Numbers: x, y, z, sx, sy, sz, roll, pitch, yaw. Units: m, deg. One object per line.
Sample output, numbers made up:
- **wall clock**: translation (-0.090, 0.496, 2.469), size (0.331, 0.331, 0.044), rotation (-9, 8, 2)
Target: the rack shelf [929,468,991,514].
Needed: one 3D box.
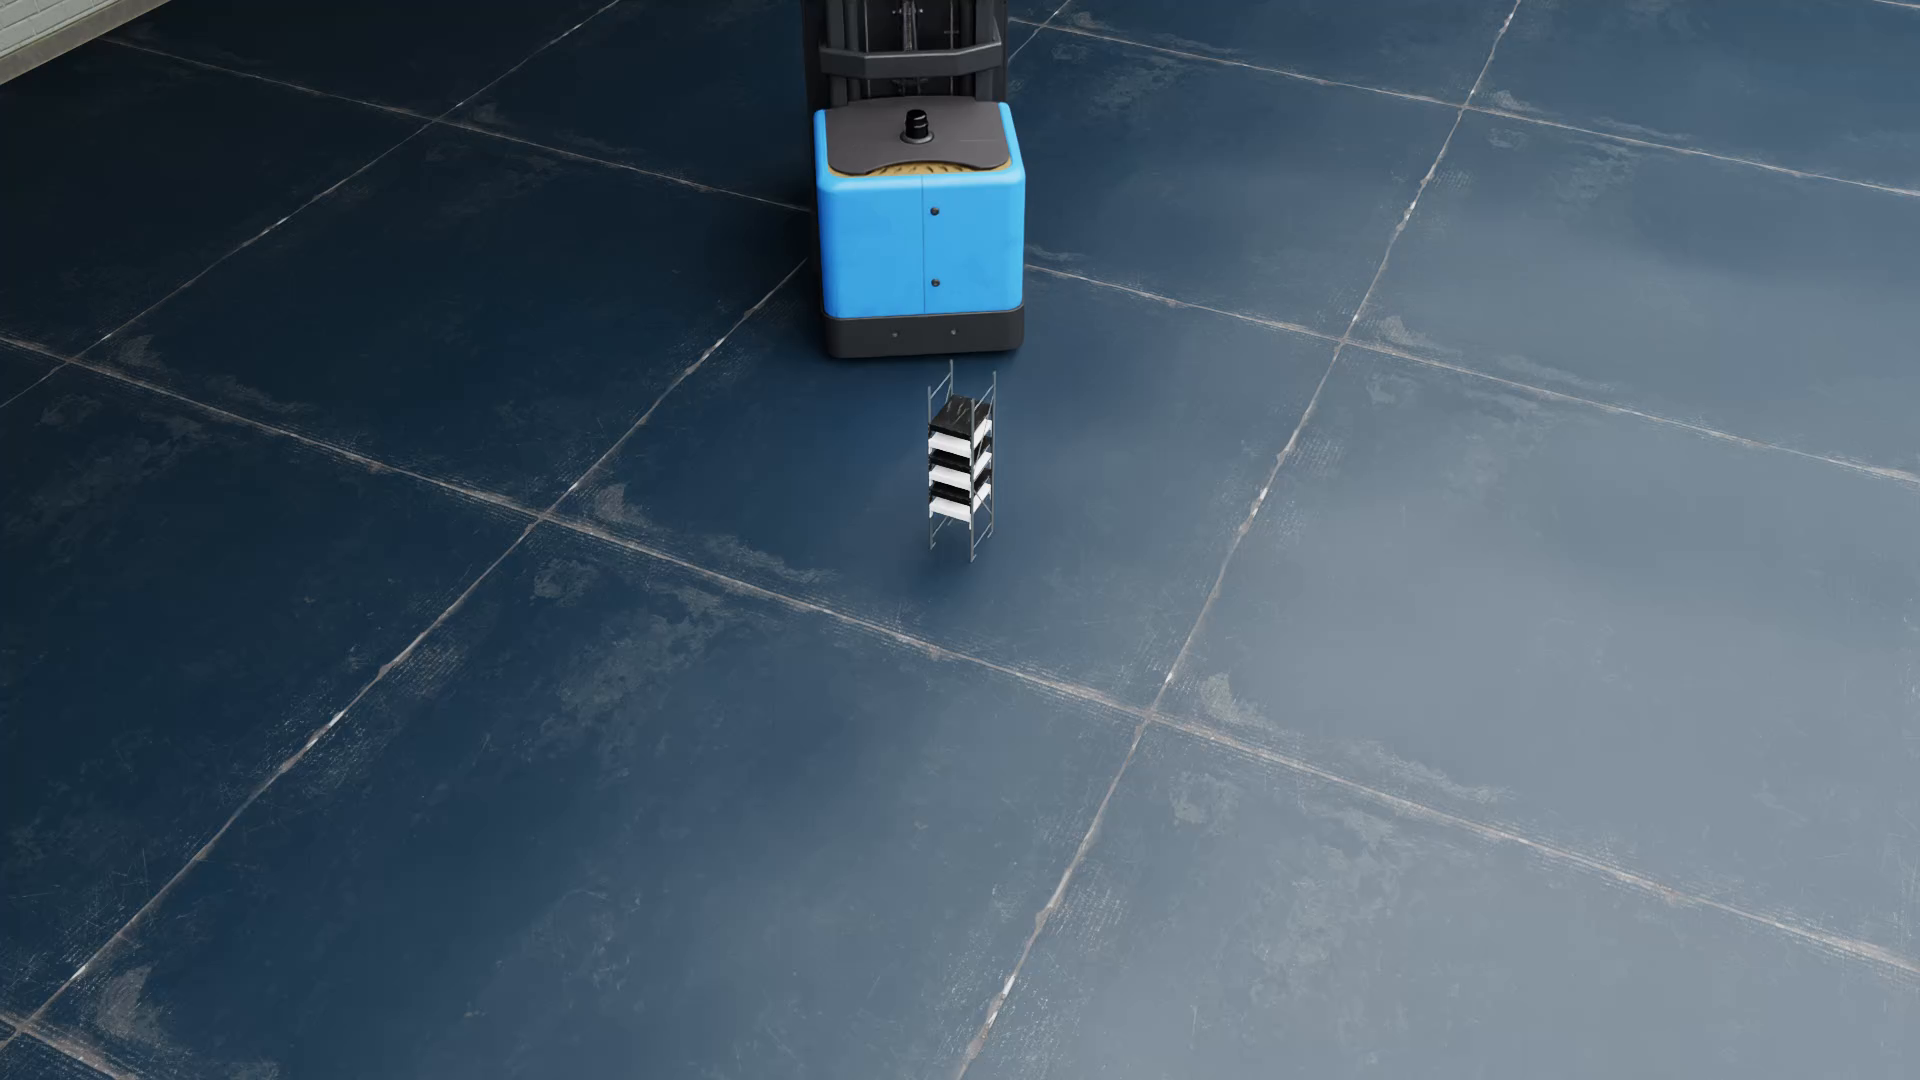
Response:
- **rack shelf**: translation (0.007, -0.245, 7.417), size (0.200, 0.077, 0.258), rotation (17, 44, 19)

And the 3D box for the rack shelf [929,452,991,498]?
- **rack shelf**: translation (0.007, -0.313, 7.358), size (0.200, 0.077, 0.258), rotation (17, 44, 19)

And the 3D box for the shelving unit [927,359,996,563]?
- **shelving unit**: translation (0.007, -0.338, 7.337), size (0.210, 0.900, 0.258), rotation (17, 44, 19)

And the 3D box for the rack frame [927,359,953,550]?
- **rack frame**: translation (-0.085, -0.366, 7.369), size (0.006, 0.900, 0.240), rotation (17, 44, 19)

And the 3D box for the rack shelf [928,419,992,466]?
- **rack shelf**: translation (0.007, -0.449, 7.241), size (0.200, 0.077, 0.258), rotation (17, 44, 19)

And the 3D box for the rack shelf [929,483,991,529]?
- **rack shelf**: translation (0.007, -0.177, 7.476), size (0.200, 0.077, 0.258), rotation (17, 44, 19)

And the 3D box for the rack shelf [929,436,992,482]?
- **rack shelf**: translation (0.007, -0.381, 7.299), size (0.200, 0.077, 0.258), rotation (17, 44, 19)

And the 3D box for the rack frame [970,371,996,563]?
- **rack frame**: translation (0.099, -0.310, 7.304), size (0.006, 0.900, 0.240), rotation (17, 44, 19)

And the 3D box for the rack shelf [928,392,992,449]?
- **rack shelf**: translation (0.007, -0.517, 7.182), size (0.200, 0.077, 0.258), rotation (17, 44, 19)

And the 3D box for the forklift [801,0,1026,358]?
- **forklift**: translation (-0.311, -3.005, 8.863), size (1.130, 2.935, 3.031), rotation (-3, 41, -4)
